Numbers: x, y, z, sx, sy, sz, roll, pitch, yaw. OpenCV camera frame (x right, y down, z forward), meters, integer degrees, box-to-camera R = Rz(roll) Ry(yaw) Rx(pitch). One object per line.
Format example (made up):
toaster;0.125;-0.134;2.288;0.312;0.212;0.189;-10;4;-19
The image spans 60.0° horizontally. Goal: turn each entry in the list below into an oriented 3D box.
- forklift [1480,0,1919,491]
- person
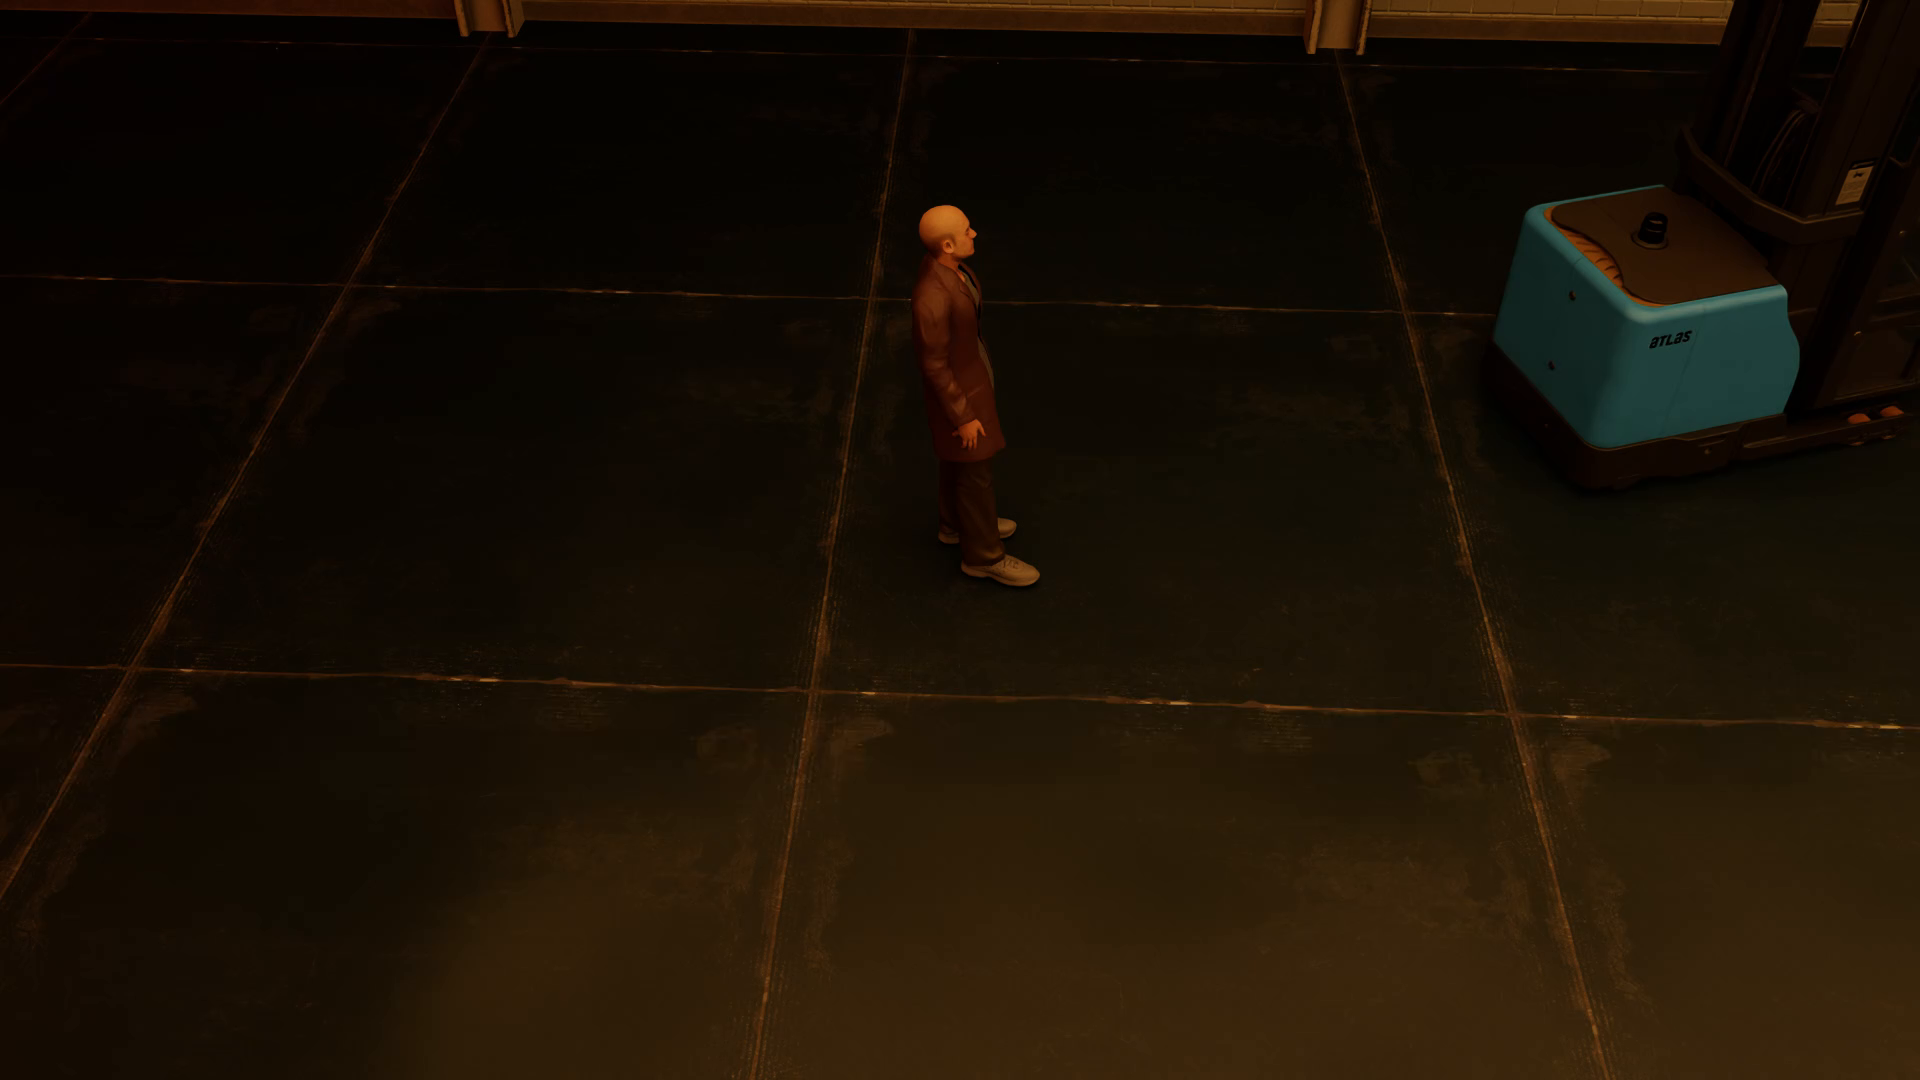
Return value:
forklift;4.314;-1.891;7.814;3.031;2.935;1.130;-11;44;-12
person;0.092;-0.657;7.306;0.579;1.777;0.698;2;42;2
